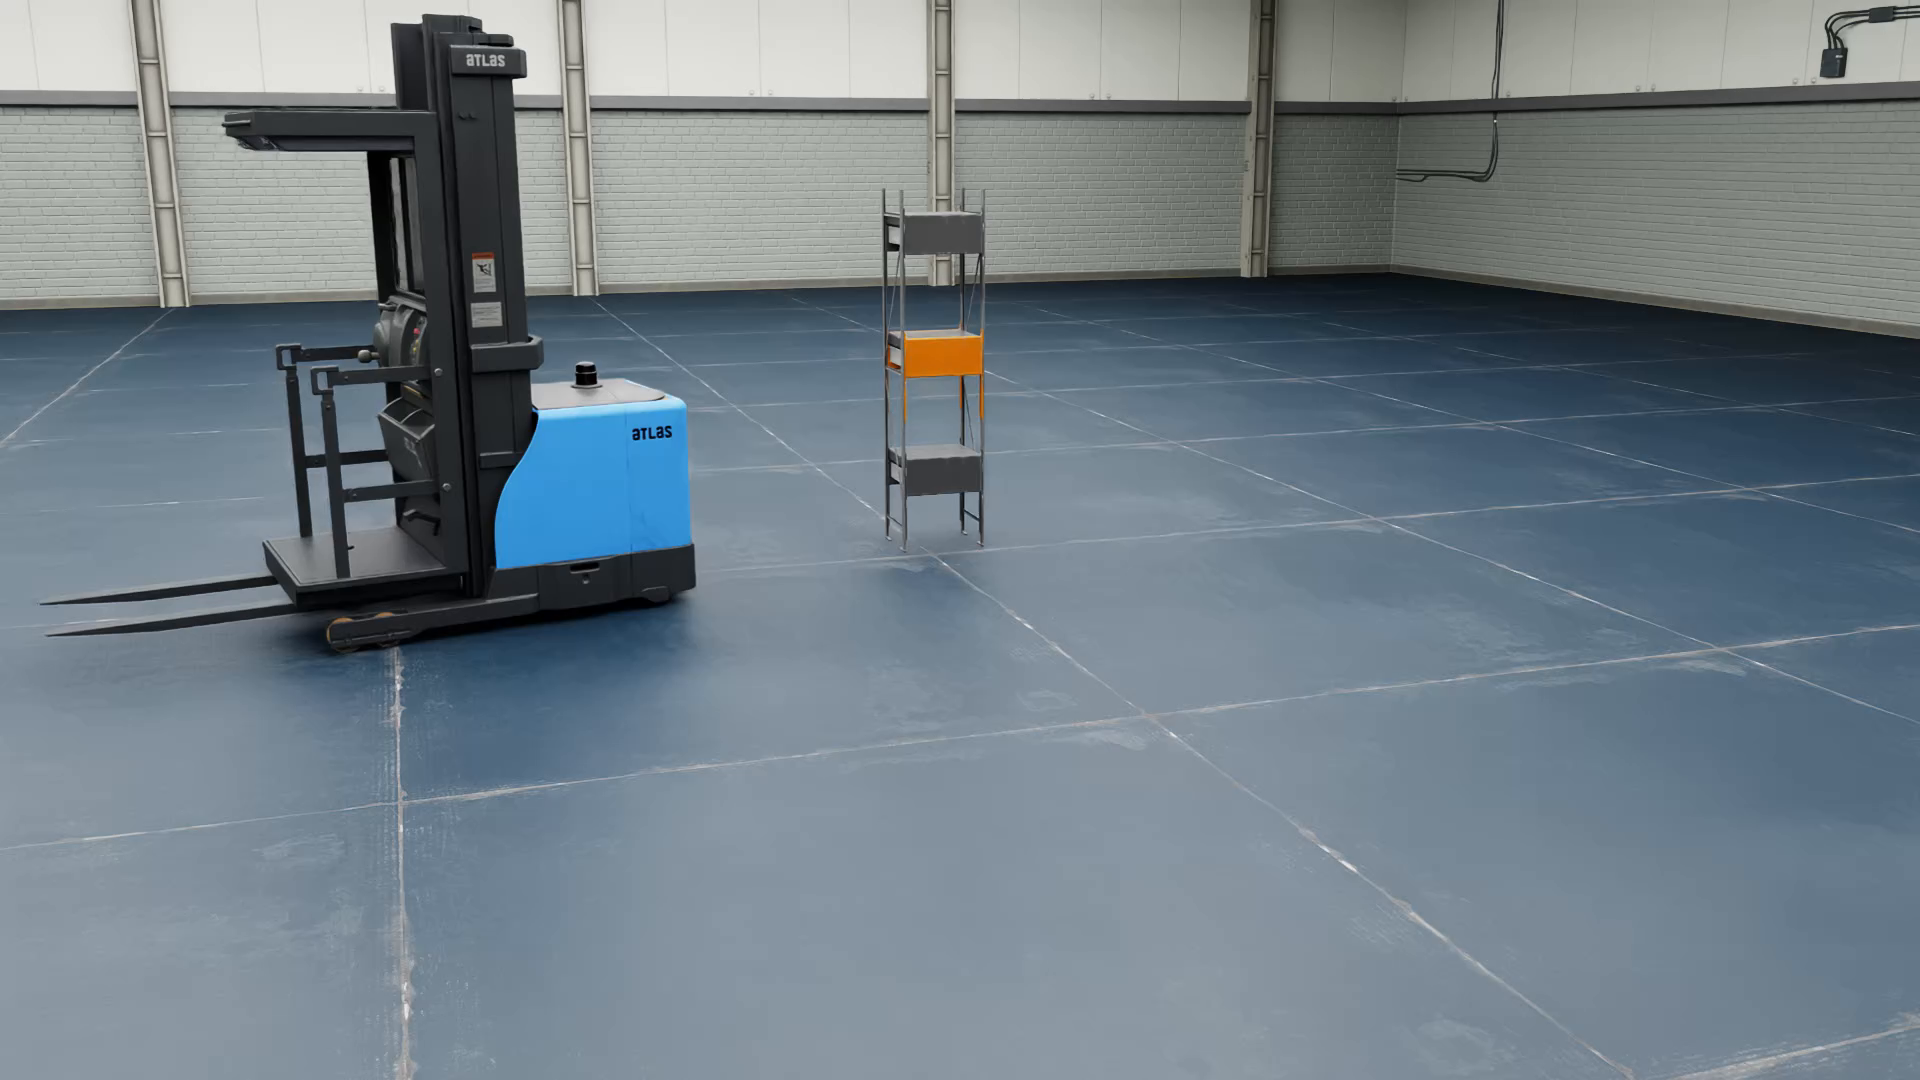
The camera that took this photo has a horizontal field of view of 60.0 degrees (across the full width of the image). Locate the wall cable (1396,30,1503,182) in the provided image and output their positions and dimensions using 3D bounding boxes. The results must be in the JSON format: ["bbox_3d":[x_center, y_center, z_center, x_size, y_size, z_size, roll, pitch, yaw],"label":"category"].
[{"bbox_3d":[8.579,-7.614,29.417,0.112,2.526,3.097,-4,14,-18],"label":"wall cable"}]

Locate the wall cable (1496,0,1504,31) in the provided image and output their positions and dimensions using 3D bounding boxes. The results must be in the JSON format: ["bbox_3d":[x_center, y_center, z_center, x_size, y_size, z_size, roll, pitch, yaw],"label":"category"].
[{"bbox_3d":[9.442,-9.478,26.338,0.112,2.526,3.097,-4,14,-18],"label":"wall cable"}]

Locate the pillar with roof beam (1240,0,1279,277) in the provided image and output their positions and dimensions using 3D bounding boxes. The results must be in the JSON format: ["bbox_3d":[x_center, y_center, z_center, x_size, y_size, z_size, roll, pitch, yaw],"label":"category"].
[{"bbox_3d":[6.738,-8.253,25.393,0.400,9.000,9.100,-4,14,-18],"label":"pillar with roof beam"}]

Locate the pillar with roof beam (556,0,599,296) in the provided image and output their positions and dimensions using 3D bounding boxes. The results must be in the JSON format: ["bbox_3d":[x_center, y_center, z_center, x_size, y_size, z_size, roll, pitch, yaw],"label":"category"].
[{"bbox_3d":[-4.635,-7.367,21.670,0.400,9.000,9.100,-4,14,-18],"label":"pillar with roof beam"}]

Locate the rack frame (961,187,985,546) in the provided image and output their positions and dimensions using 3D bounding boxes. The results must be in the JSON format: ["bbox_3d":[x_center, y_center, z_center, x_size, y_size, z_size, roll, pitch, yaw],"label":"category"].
[{"bbox_3d":[0.074,-1.027,9.924,0.015,2.100,0.400,-4,14,-18],"label":"rack frame"}]

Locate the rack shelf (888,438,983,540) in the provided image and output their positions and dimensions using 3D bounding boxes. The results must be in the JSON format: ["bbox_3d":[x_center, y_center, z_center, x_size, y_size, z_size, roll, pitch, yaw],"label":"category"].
[{"bbox_3d":[-0.157,-0.315,10.014,0.480,0.518,0.431,-4,14,-18],"label":"rack shelf"}]

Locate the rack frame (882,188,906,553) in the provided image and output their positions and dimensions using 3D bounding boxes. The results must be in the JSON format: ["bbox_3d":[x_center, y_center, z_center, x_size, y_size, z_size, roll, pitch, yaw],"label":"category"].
[{"bbox_3d":[-0.388,-0.991,9.773,0.015,2.100,0.400,-4,14,-18],"label":"rack frame"}]

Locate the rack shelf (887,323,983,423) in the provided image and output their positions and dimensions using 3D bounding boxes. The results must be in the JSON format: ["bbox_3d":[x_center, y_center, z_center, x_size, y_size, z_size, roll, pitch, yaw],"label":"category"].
[{"bbox_3d":[-0.157,-0.996,9.852,0.480,0.518,0.431,-4,14,-18],"label":"rack shelf"}]

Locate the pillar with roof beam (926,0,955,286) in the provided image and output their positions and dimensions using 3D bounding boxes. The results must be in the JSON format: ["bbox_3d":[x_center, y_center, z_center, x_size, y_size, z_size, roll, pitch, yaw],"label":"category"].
[{"bbox_3d":[1.052,-7.810,23.531,0.400,9.000,9.100,-4,14,-18],"label":"pillar with roof beam"}]

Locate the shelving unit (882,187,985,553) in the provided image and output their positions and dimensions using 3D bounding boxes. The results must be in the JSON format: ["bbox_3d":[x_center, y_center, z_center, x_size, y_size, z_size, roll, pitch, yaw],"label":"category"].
[{"bbox_3d":[-0.157,-1.009,9.848,0.503,2.100,0.431,-4,14,-18],"label":"shelving unit"}]

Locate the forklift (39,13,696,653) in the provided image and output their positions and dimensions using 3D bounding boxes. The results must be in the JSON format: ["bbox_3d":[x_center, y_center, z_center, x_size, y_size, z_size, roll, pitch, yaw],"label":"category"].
[{"bbox_3d":[-2.931,-1.028,8.132,3.031,2.935,1.130,-8,15,-29],"label":"forklift"}]

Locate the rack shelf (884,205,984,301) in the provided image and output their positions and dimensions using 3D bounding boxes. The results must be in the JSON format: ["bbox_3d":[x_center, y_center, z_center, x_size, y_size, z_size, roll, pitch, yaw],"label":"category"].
[{"bbox_3d":[-0.157,-1.677,9.690,0.480,0.518,0.431,-4,14,-18],"label":"rack shelf"}]

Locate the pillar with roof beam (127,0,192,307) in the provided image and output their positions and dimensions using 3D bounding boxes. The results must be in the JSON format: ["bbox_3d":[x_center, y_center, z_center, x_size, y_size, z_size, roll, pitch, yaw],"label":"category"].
[{"bbox_3d":[-10.322,-6.925,19.808,0.400,9.000,9.100,-4,14,-18],"label":"pillar with roof beam"}]

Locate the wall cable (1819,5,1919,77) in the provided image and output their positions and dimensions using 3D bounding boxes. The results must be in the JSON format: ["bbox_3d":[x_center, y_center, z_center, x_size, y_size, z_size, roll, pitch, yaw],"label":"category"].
[{"bbox_3d":[11.592,-8.696,19.905,0.169,6.003,2.305,-4,14,-18],"label":"wall cable"}]
